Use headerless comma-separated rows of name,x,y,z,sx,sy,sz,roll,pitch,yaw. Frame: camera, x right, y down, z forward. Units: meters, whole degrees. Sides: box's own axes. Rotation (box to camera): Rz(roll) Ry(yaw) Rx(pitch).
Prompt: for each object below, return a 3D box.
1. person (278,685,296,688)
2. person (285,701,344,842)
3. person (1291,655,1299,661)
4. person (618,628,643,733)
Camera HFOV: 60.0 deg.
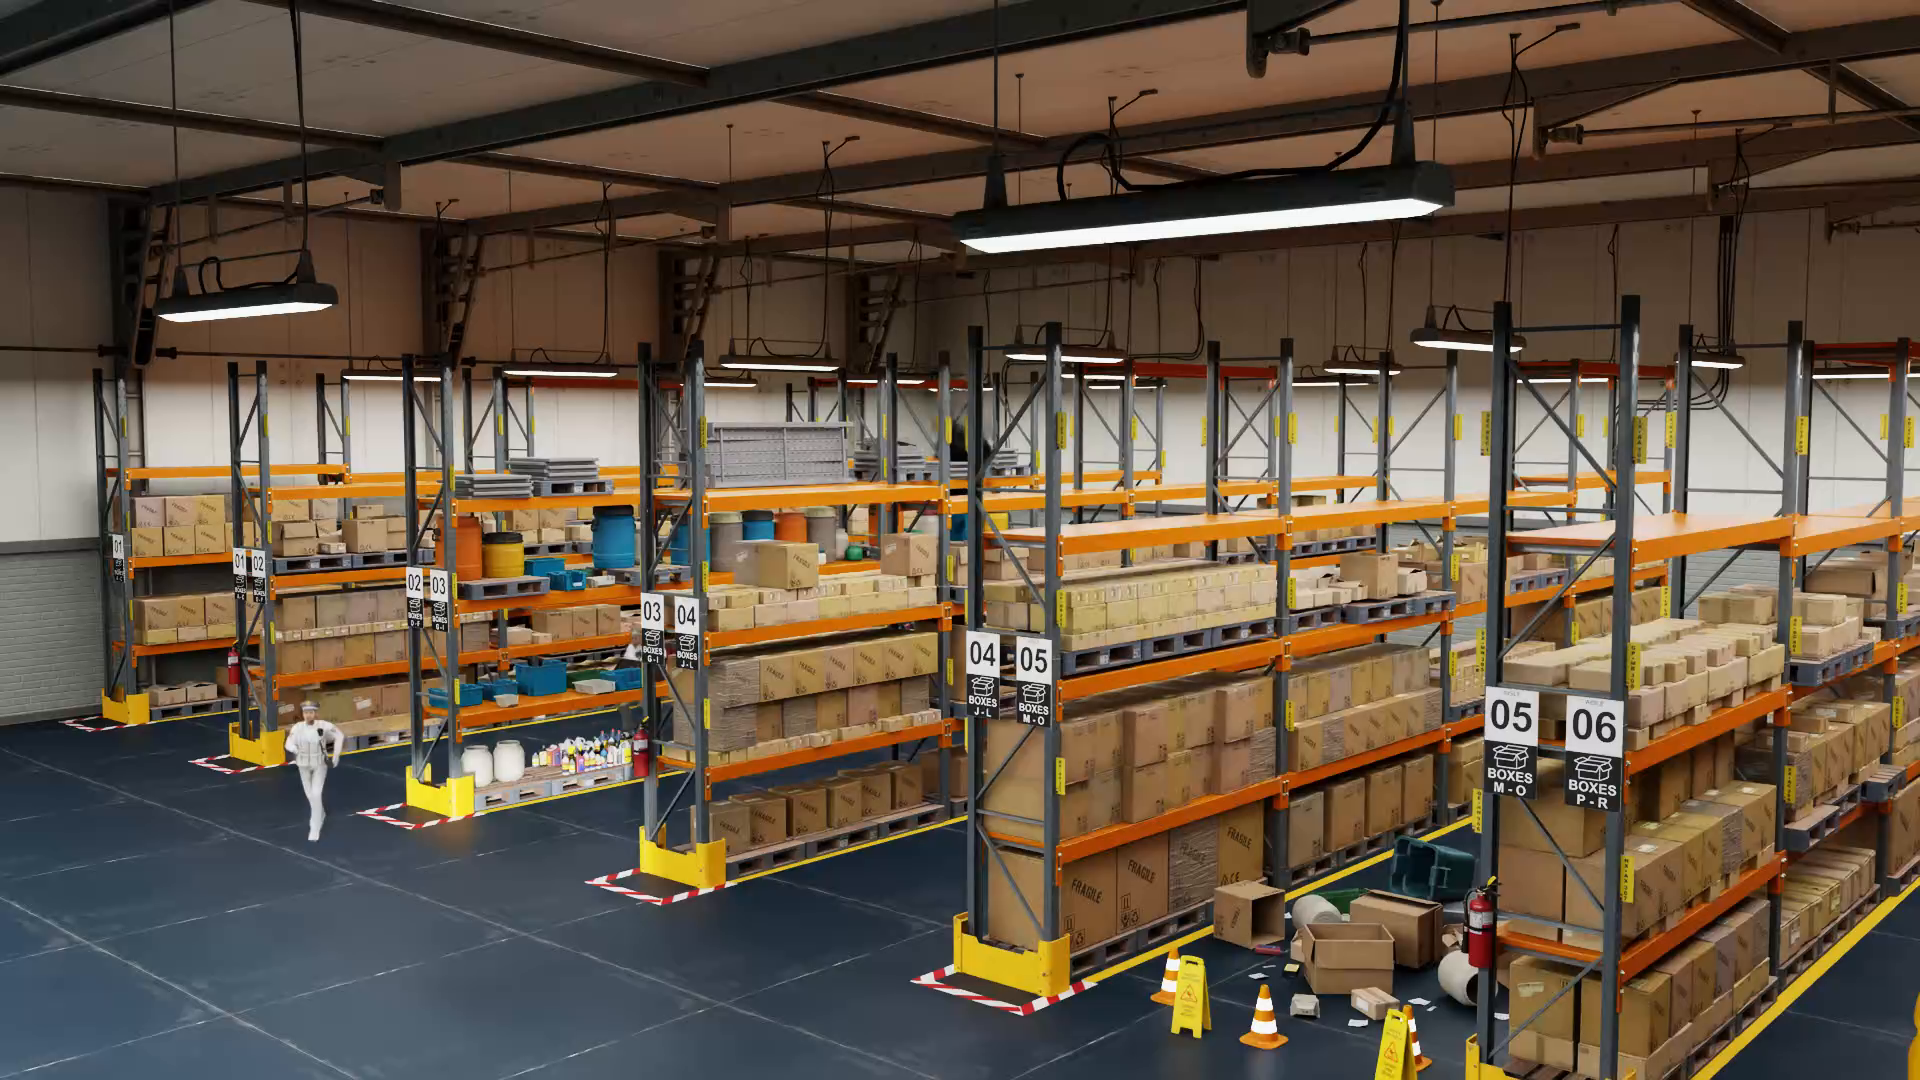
person,-11.002,2.347,26.906,0.657,1.686,0.590,3,5,34
person,-8.006,2.817,20.619,0.634,1.721,0.823,0,4,-3
person,5.032,2.519,25.207,0.547,1.570,0.822,3,5,39
person,-5.205,2.324,26.745,0.631,1.850,0.754,2,5,25
